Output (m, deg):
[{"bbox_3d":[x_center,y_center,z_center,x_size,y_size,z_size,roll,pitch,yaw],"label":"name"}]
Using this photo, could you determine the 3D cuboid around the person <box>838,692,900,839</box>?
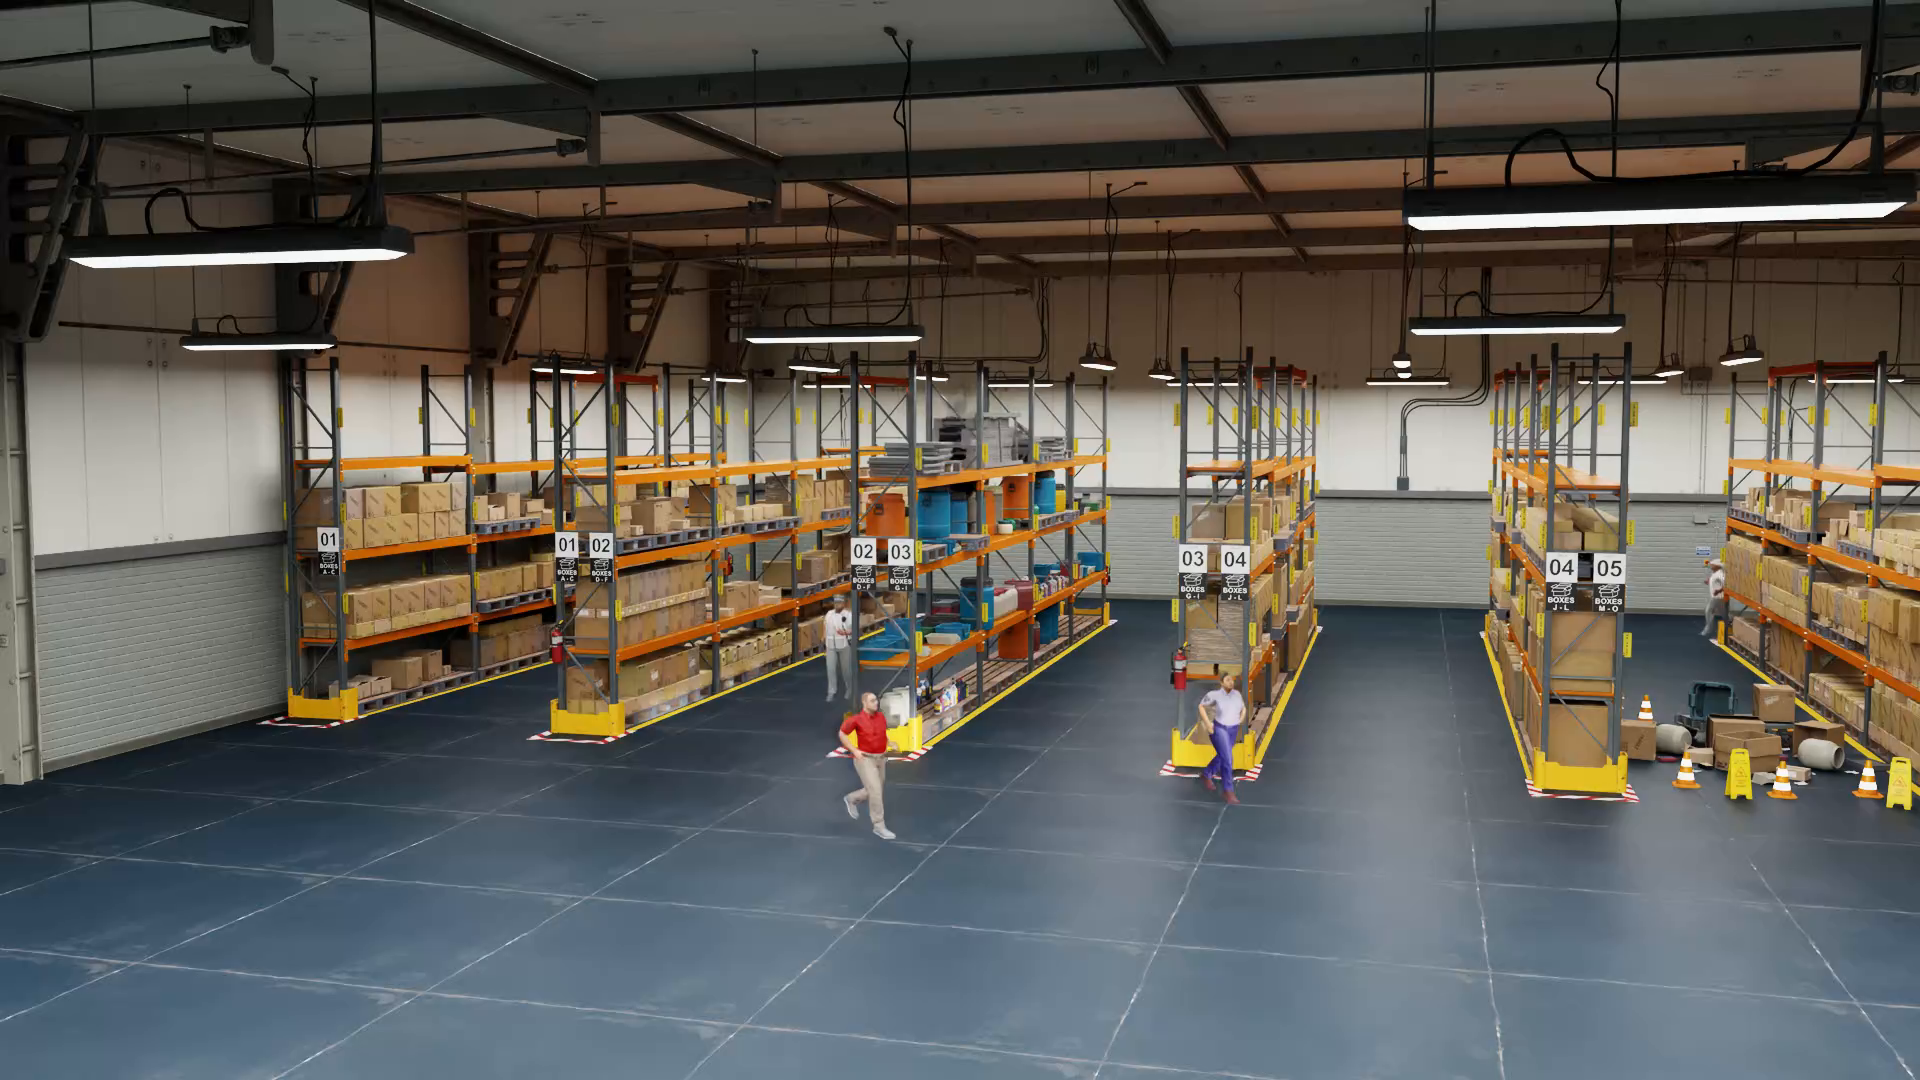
[{"bbox_3d":[-1.103,2.693,20.036,0.878,1.726,0.663,3,5,39],"label":"person"}]

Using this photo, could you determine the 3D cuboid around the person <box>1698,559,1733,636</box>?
[{"bbox_3d":[17.347,1.329,38.020,0.854,1.805,0.703,3,5,33],"label":"person"}]

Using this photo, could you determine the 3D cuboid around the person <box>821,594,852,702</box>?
[{"bbox_3d":[-2.038,1.809,27.868,0.672,1.819,0.901,1,4,13],"label":"person"}]

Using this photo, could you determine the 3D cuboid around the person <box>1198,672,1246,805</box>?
[{"bbox_3d":[3.492,2.564,21.935,0.612,1.673,0.852,-3,5,-34],"label":"person"}]
